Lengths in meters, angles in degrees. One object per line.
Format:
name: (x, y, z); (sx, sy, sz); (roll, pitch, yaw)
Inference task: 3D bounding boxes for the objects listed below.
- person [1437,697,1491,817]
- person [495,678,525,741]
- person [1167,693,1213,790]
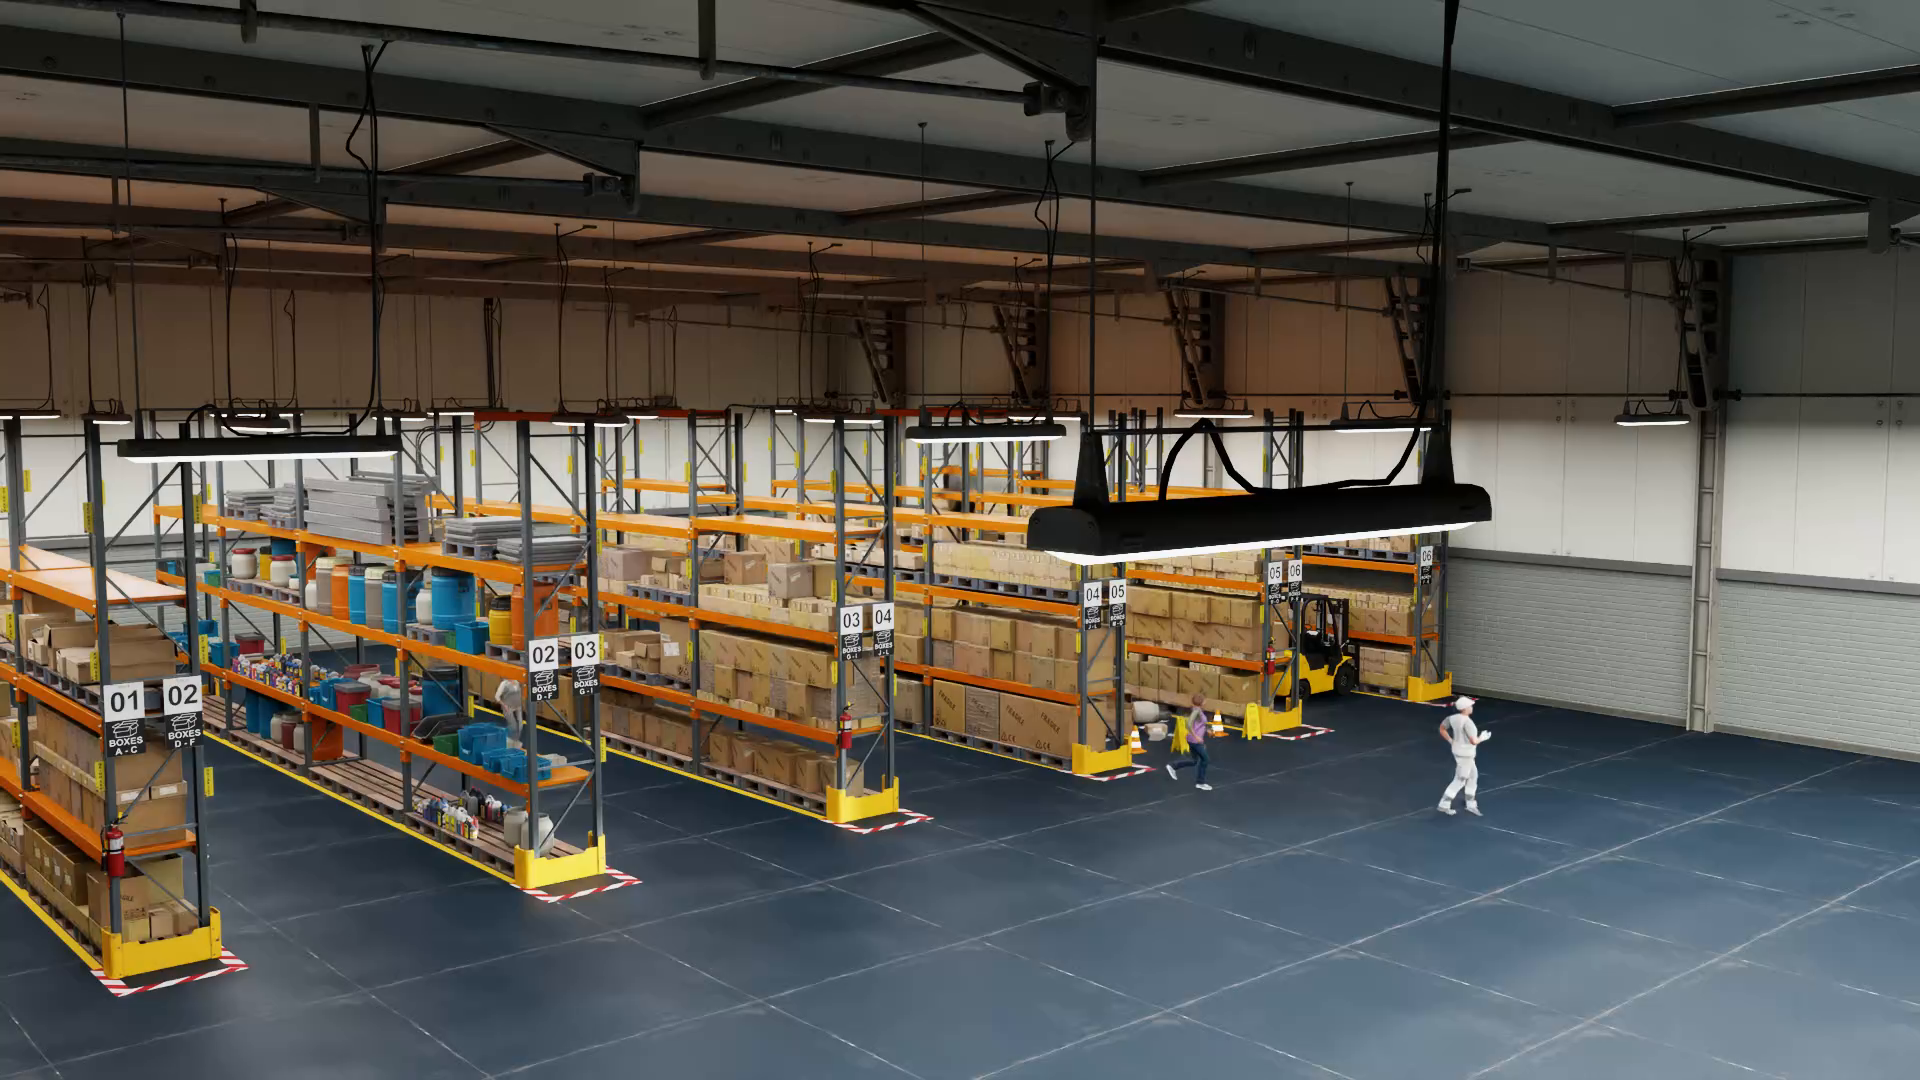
person: (7.492, 3.253, 24.782); (0.774, 1.840, 0.639); (0, 5, -4)
person: (-7.930, 2.991, 29.297); (0.549, 1.558, 0.537); (4, 6, 37)
person: (3.694, 3.221, 26.636); (0.745, 1.570, 0.526); (1, 5, 7)
